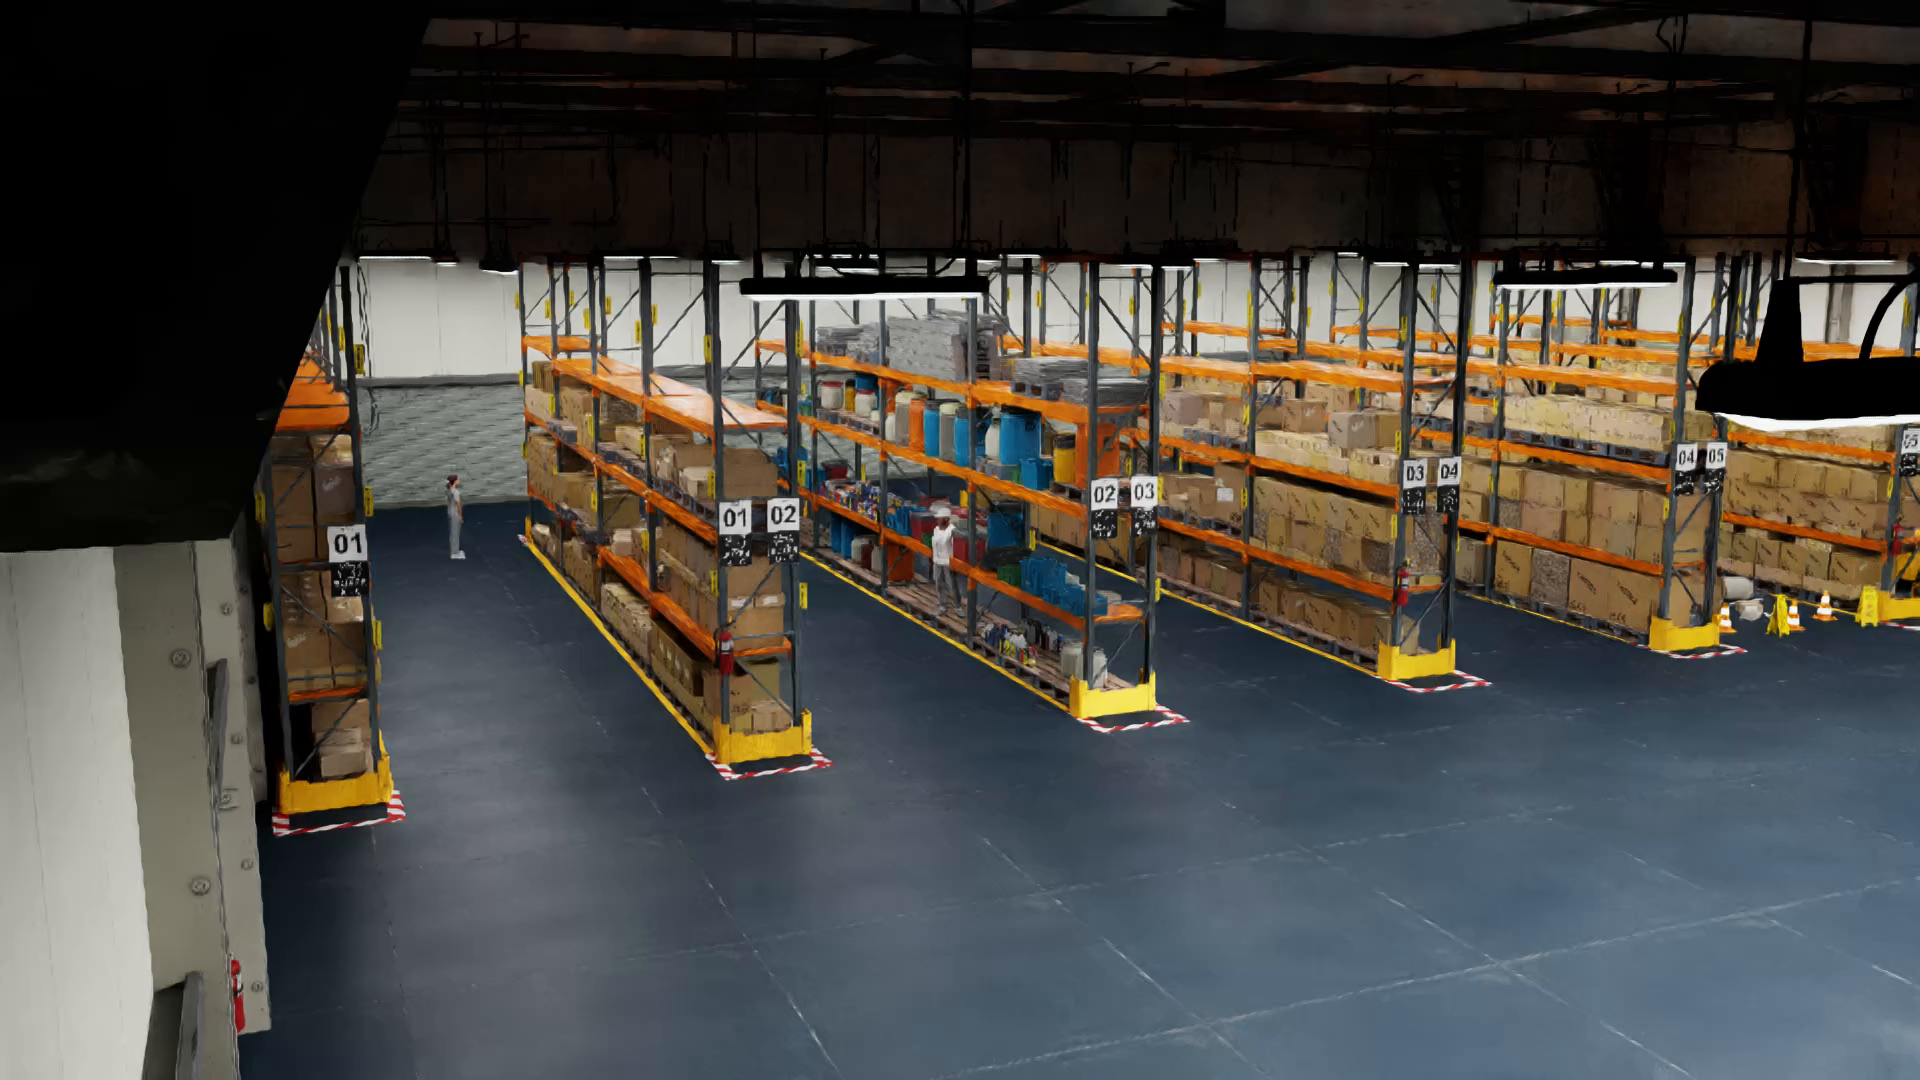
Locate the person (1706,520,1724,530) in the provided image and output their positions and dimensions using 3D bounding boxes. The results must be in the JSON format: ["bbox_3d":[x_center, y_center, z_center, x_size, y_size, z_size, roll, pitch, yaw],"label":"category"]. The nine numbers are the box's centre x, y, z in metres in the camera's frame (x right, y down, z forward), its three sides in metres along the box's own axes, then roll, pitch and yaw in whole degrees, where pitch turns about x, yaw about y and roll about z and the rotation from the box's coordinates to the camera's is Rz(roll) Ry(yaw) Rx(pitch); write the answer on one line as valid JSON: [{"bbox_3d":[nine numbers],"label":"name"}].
[{"bbox_3d":[16.194,-0.992,35.820,0.558,1.638,0.572,0,10,1],"label":"person"}]

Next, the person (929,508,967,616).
[{"bbox_3d":[-0.204,0.346,26.649,0.500,1.763,0.643,-10,14,-42],"label":"person"}]

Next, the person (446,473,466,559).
[{"bbox_3d":[-9.994,-0.489,32.970,0.390,1.671,0.561,-8,13,-37],"label":"person"}]
